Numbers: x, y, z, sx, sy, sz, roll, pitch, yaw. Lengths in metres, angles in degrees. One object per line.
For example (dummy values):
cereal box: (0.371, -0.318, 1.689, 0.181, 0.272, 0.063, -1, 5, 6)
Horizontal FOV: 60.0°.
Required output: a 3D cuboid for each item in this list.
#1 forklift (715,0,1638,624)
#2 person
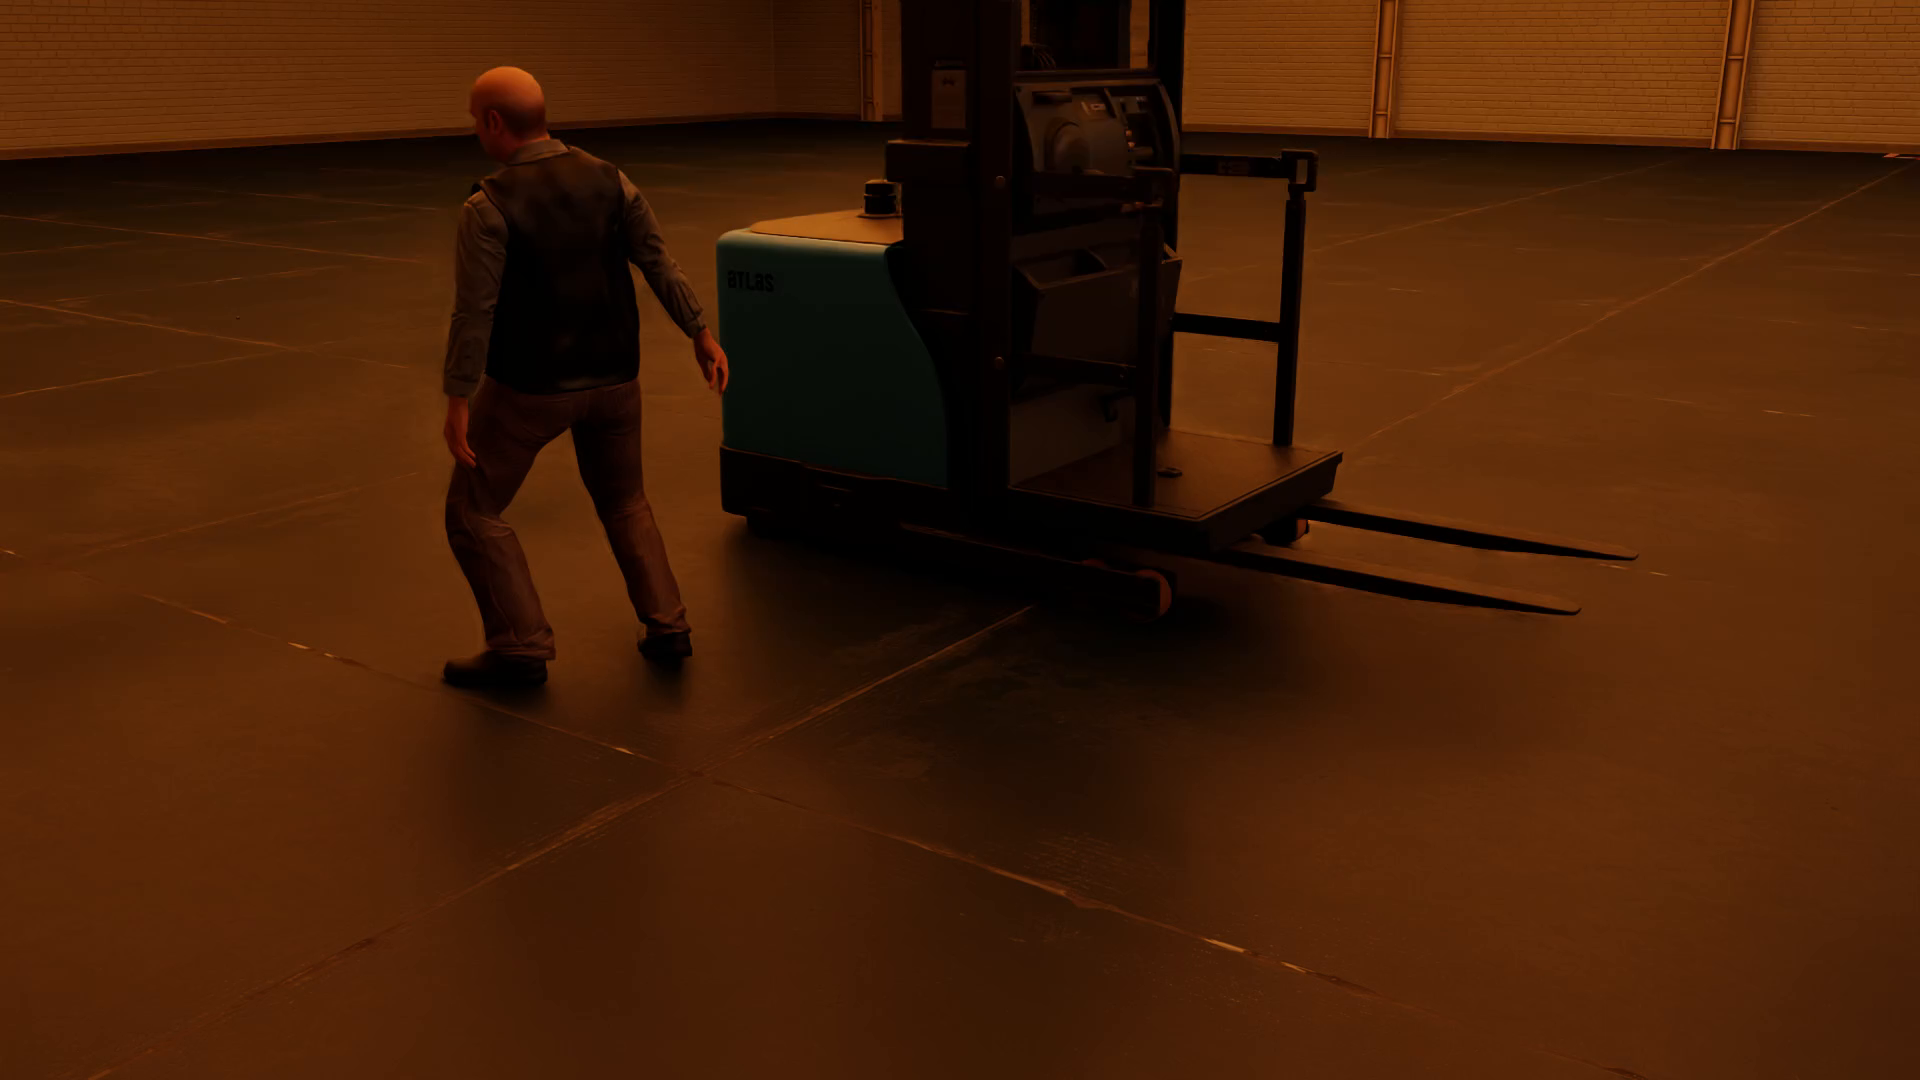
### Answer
forklift: (0.623, -1.320, 5.248, 3.031, 2.935, 1.130, 11, 20, 34)
person: (-1.035, -0.434, 4.586, 0.853, 1.678, 0.485, -13, 21, -36)
